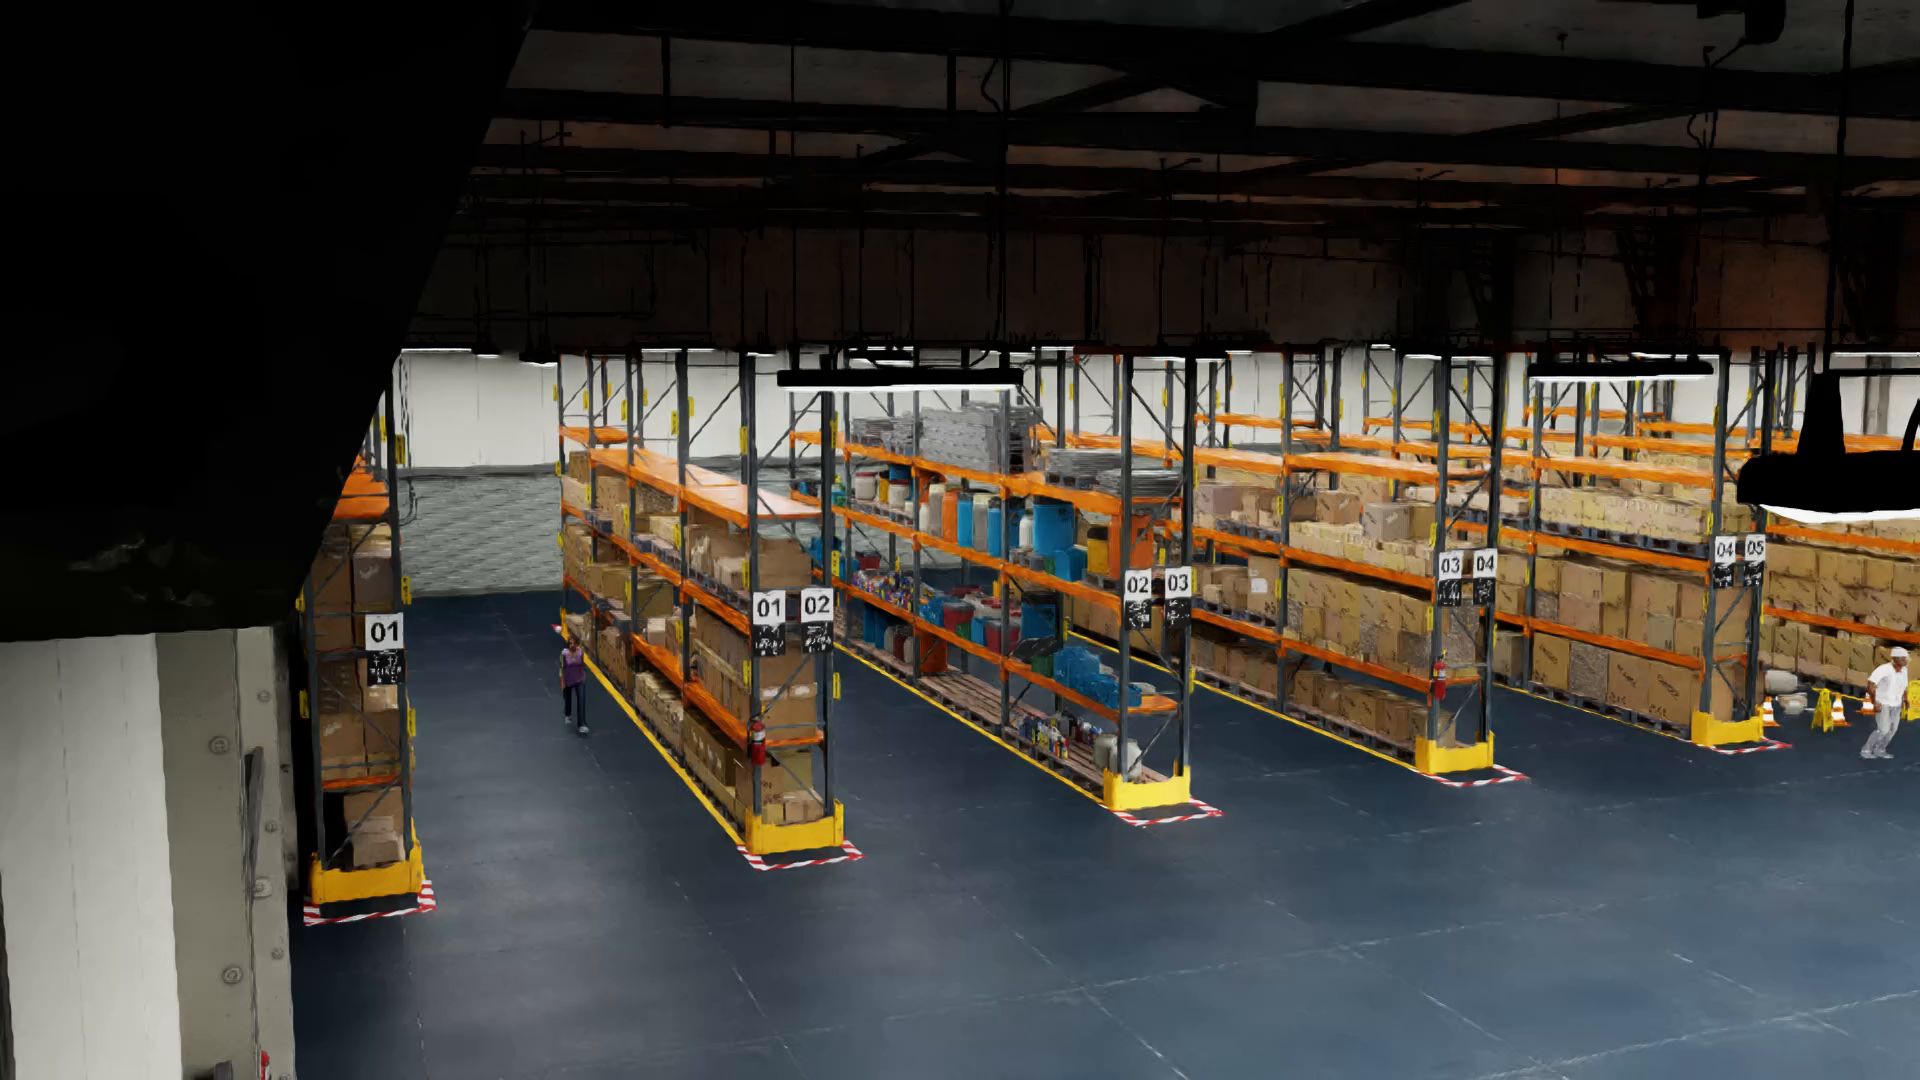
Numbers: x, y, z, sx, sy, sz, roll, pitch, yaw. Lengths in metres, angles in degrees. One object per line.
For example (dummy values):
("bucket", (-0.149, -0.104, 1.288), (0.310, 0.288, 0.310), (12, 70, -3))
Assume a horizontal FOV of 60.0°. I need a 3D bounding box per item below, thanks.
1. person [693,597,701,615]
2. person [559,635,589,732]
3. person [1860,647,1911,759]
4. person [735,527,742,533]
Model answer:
("person", (-5.025, 1.463, 32.081), (0.456, 1.578, 1.088), (-2, 8, -19))
("person", (-6.133, 2.230, 26.316), (0.417, 1.517, 1.037), (-2, 8, -19))
("person", (13.631, 2.395, 24.420), (0.719, 1.714, 0.578), (-3, 8, -22))
("person", (-5.363, 0.457, 40.114), (0.625, 1.596, 0.503), (-3, 8, -22))
